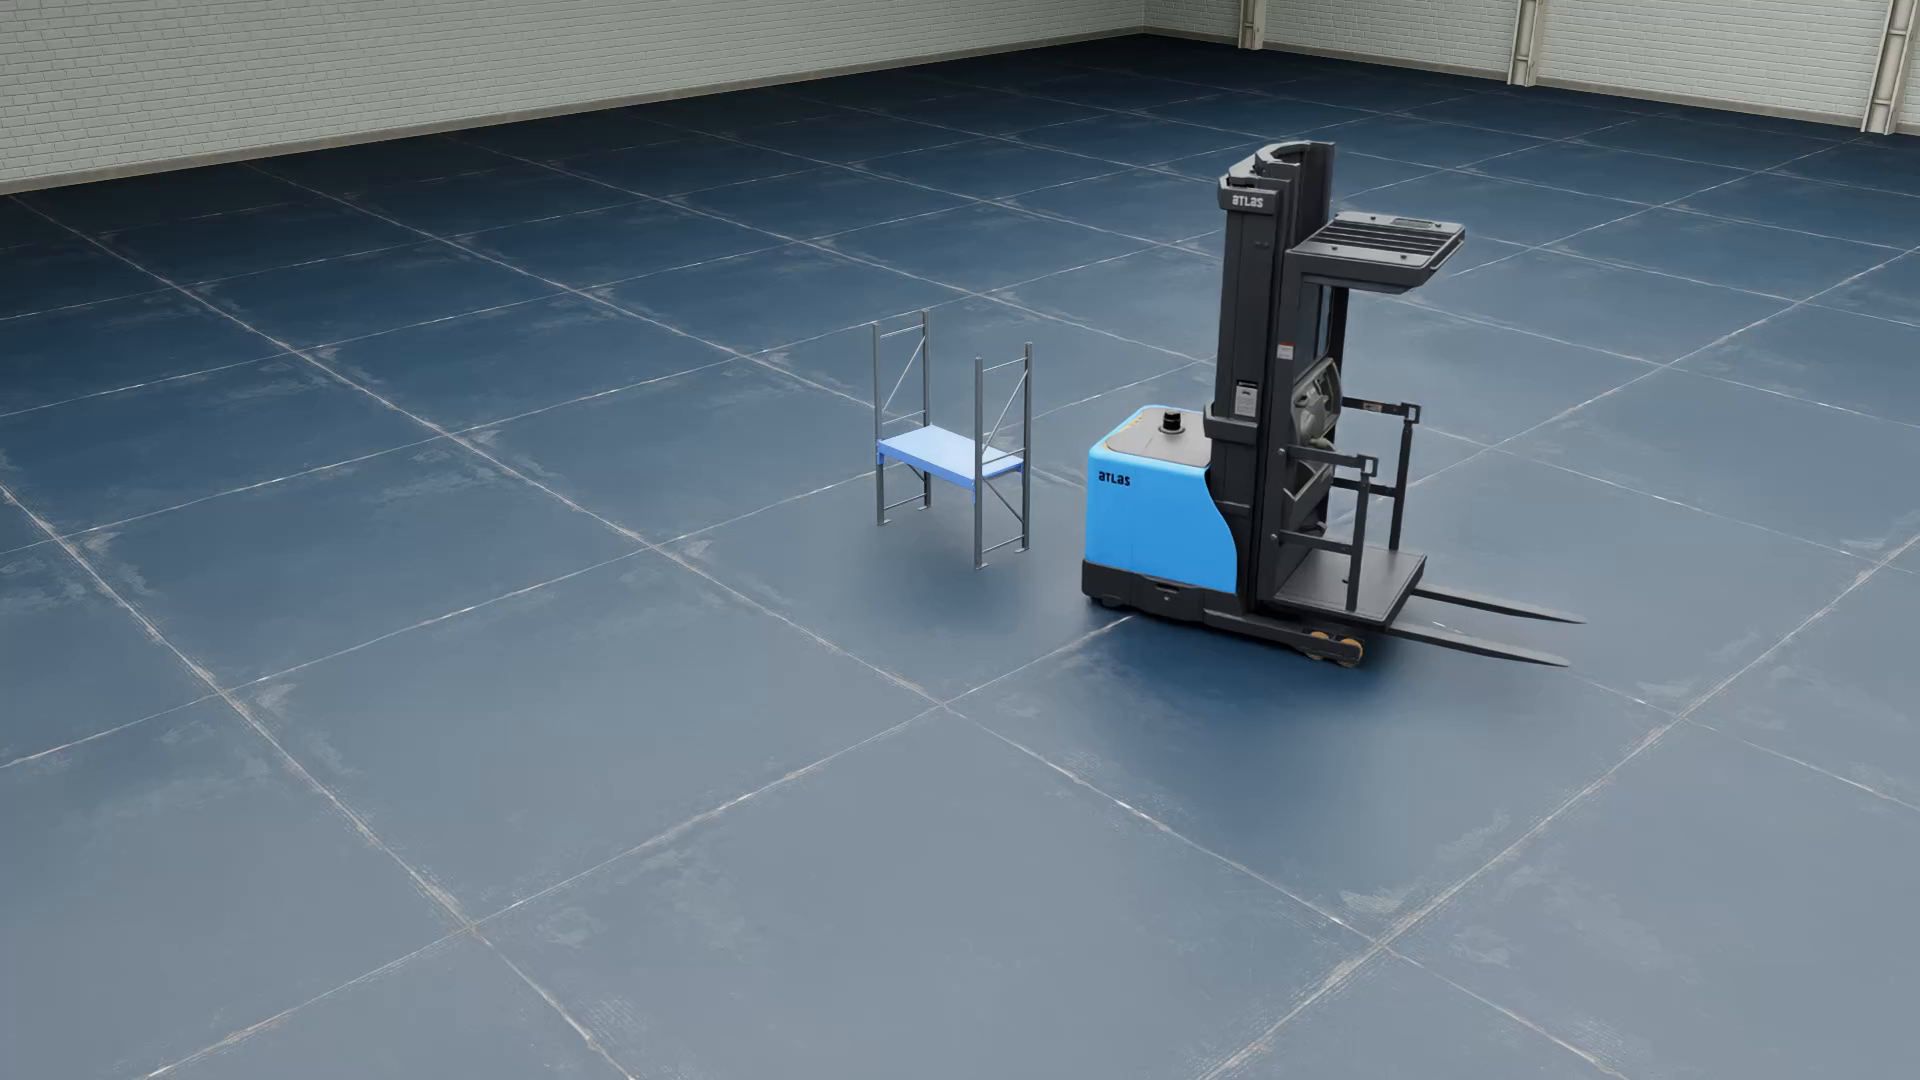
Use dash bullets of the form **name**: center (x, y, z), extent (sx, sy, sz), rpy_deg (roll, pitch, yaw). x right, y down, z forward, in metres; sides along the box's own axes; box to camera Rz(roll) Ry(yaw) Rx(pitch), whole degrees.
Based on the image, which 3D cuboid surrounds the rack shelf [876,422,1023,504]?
- **rack shelf**: center (-0.058, -0.545, 11.570), extent (0.538, 0.185, 1.000), rpy_deg (-21, 32, -38)

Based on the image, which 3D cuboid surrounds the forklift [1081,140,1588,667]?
- **forklift**: center (2.338, -0.819, 10.013), extent (3.031, 2.935, 1.130), rpy_deg (12, 27, 25)

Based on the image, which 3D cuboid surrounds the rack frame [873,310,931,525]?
- **rack frame**: center (-0.406, -0.862, 11.833), extent (0.500, 1.500, 0.032), rpy_deg (-21, 32, -38)

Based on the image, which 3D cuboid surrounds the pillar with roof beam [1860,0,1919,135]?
- **pillar with roof beam**: center (10.895, -9.117, 20.893), extent (9.100, 9.000, 0.400), rpy_deg (-21, 32, -38)

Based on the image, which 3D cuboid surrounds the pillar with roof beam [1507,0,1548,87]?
- **pillar with roof beam**: center (6.794, -10.935, 24.877), extent (9.100, 9.000, 0.400), rpy_deg (-21, 32, -38)

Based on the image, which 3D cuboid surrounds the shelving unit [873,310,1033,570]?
- **shelving unit**: center (-0.058, -0.708, 11.495), extent (0.538, 1.500, 1.048), rpy_deg (-21, 32, -38)

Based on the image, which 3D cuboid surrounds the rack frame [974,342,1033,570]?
- **rack frame**: center (0.289, -0.554, 11.158), extent (0.500, 1.500, 0.032), rpy_deg (-21, 32, -38)

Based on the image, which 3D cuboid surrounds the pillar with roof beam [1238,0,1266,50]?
- **pillar with roof beam**: center (2.693, -12.753, 28.862), extent (9.100, 9.000, 0.400), rpy_deg (-21, 32, -38)
